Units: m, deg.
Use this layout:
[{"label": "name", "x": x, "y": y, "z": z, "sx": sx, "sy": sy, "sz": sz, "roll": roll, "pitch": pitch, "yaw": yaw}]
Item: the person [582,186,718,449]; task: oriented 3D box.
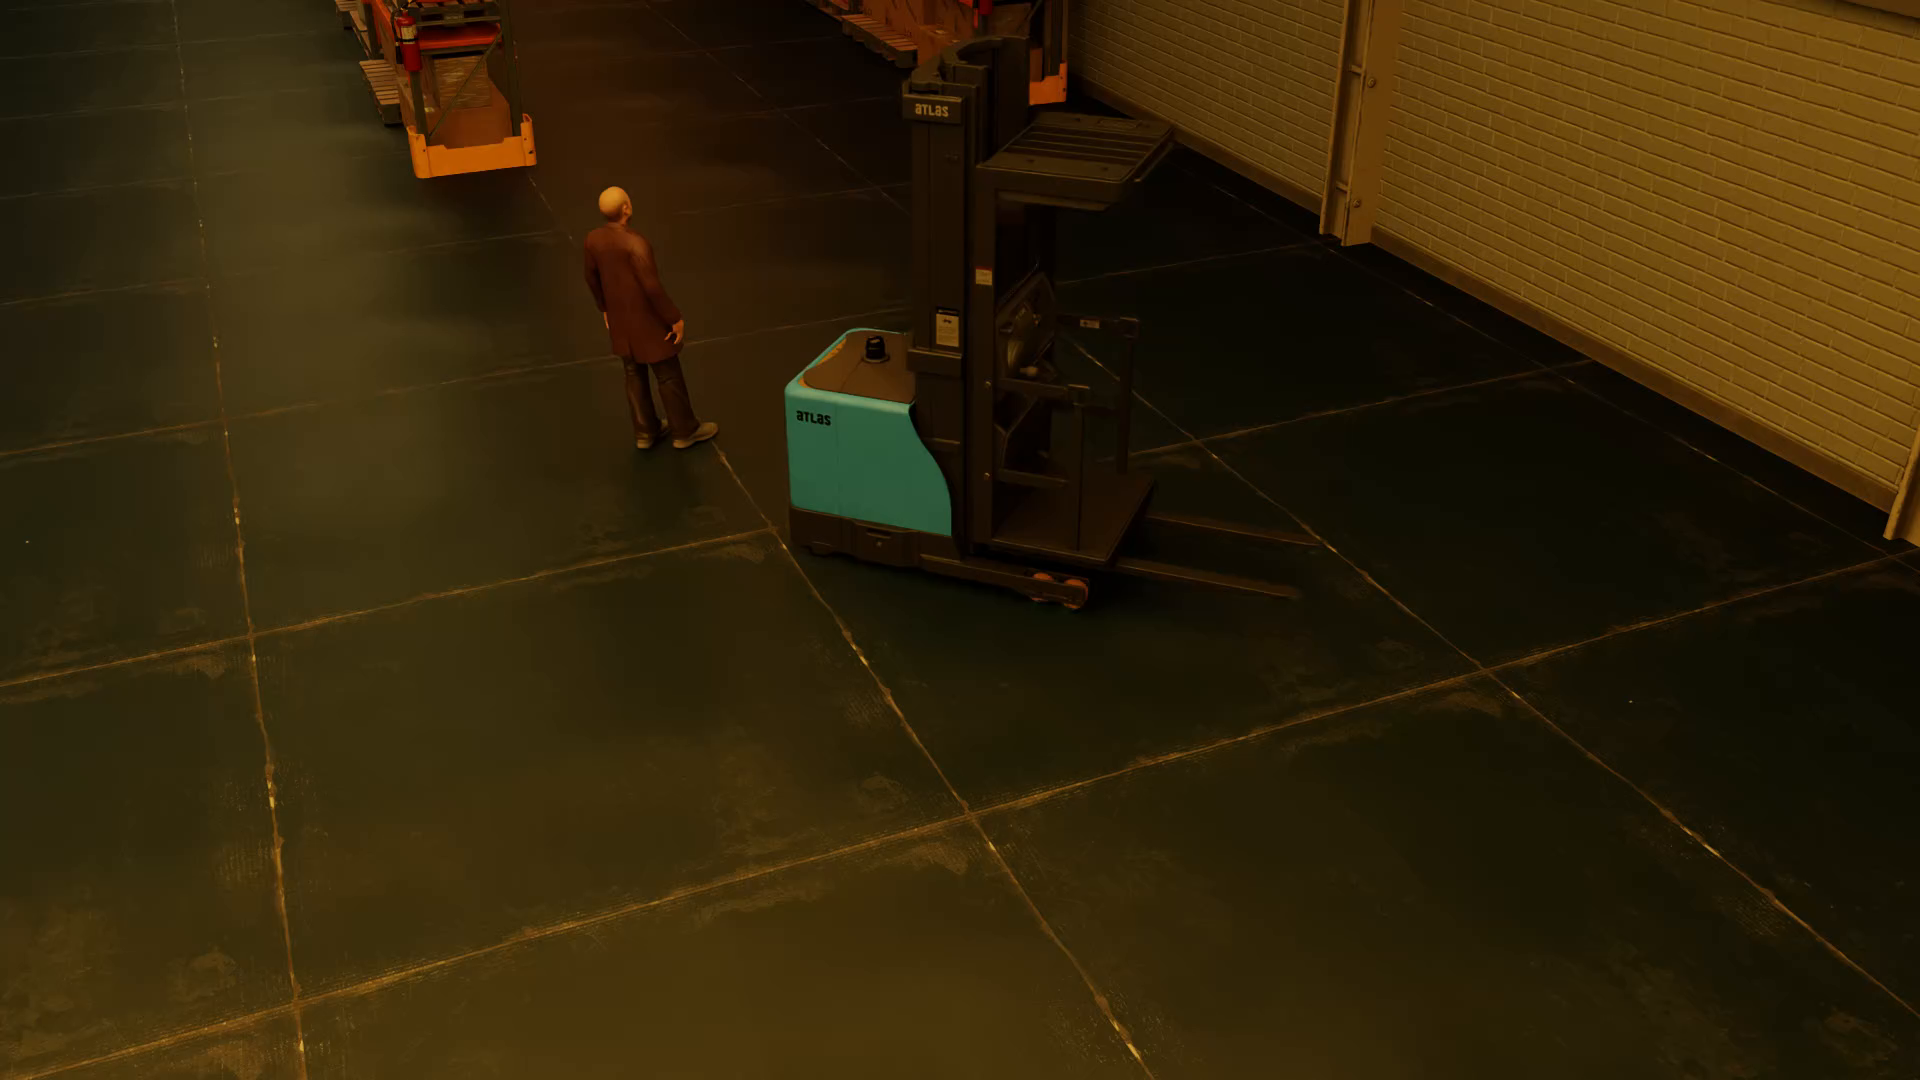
[{"label": "person", "x": -2.032, "y": -1.462, "z": 10.828, "sx": 0.705, "sy": 1.779, "sz": 0.582, "roll": 17, "pitch": 34, "yaw": 27}]

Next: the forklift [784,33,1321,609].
[{"label": "forklift", "x": 0.553, "y": -1.182, "z": 9.186, "sx": 3.031, "sy": 2.935, "sz": 1.130, "roll": 10, "pitch": 31, "yaw": 18}]
